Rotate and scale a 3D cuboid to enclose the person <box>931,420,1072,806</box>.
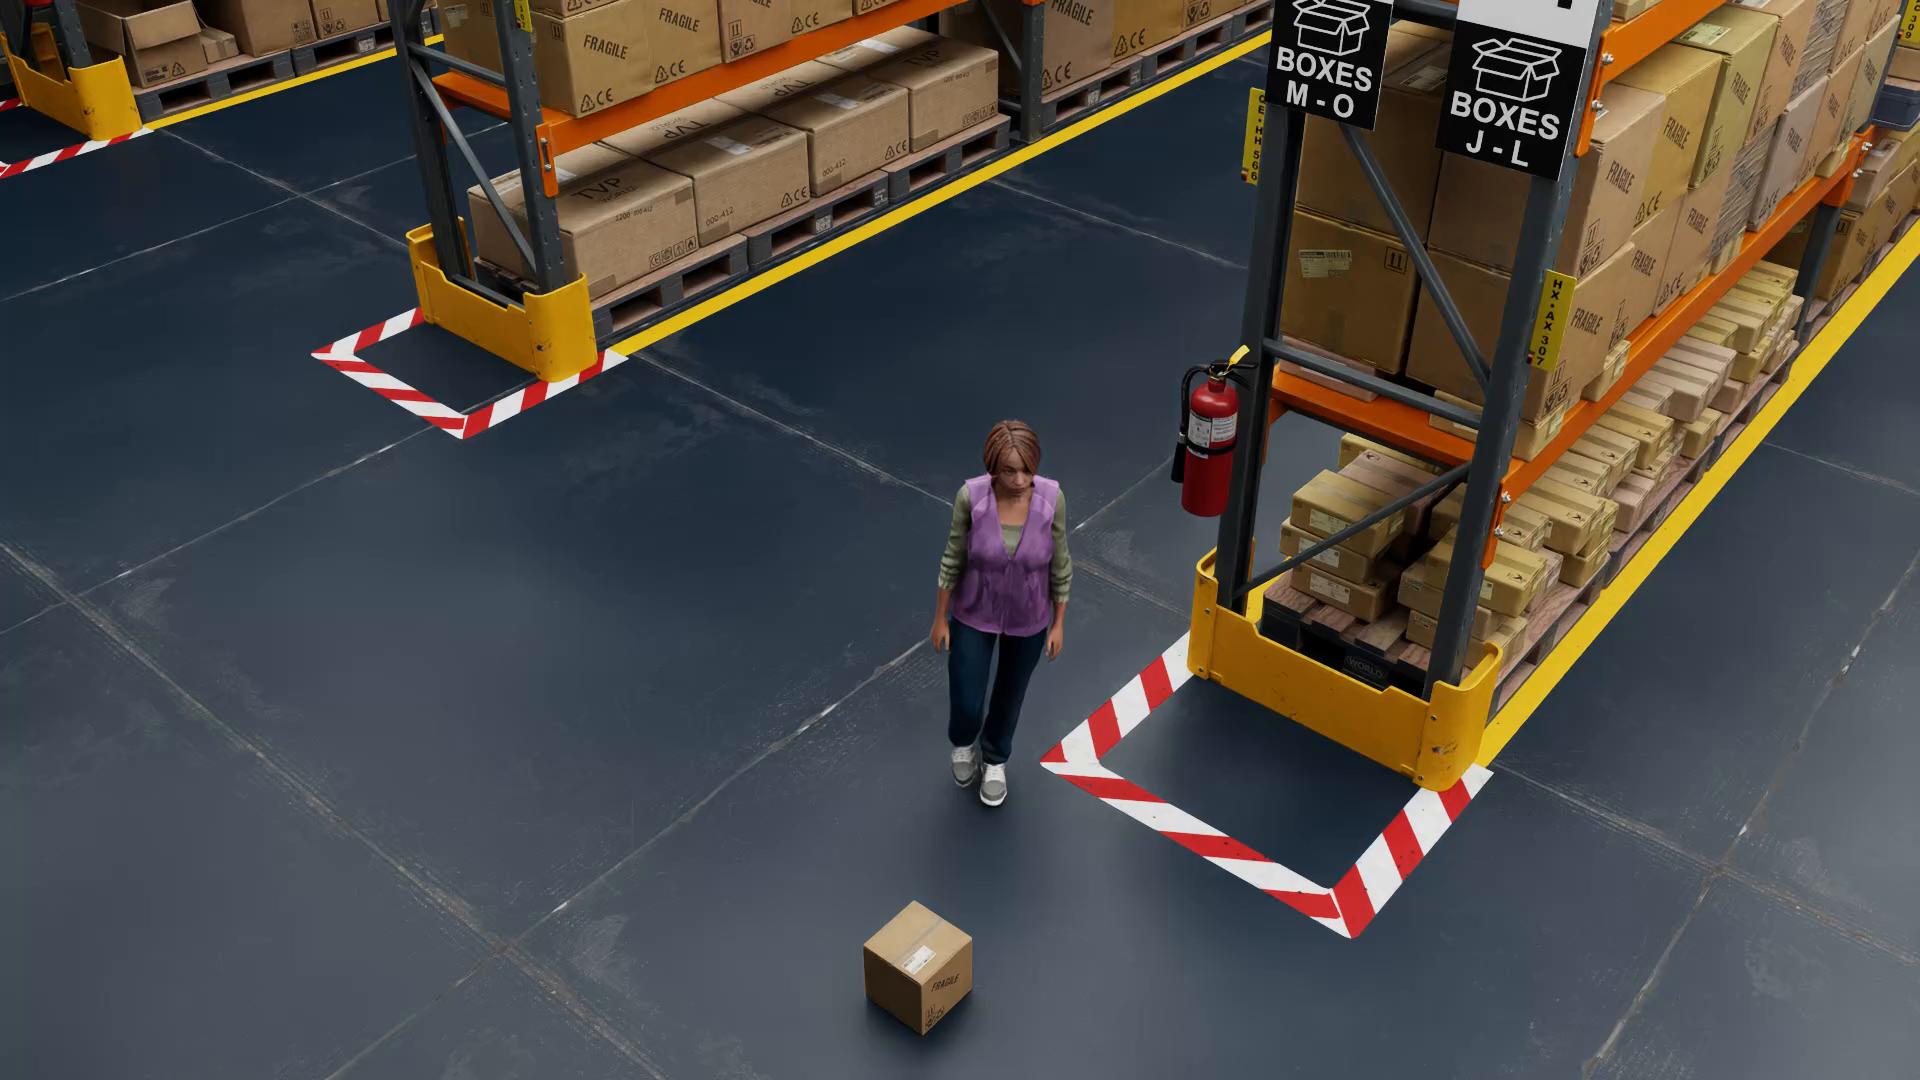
[{"bbox_3d":[0.140,0.275,5.741,0.479,1.594,0.400,-1,36,-2],"label":"person"}]
